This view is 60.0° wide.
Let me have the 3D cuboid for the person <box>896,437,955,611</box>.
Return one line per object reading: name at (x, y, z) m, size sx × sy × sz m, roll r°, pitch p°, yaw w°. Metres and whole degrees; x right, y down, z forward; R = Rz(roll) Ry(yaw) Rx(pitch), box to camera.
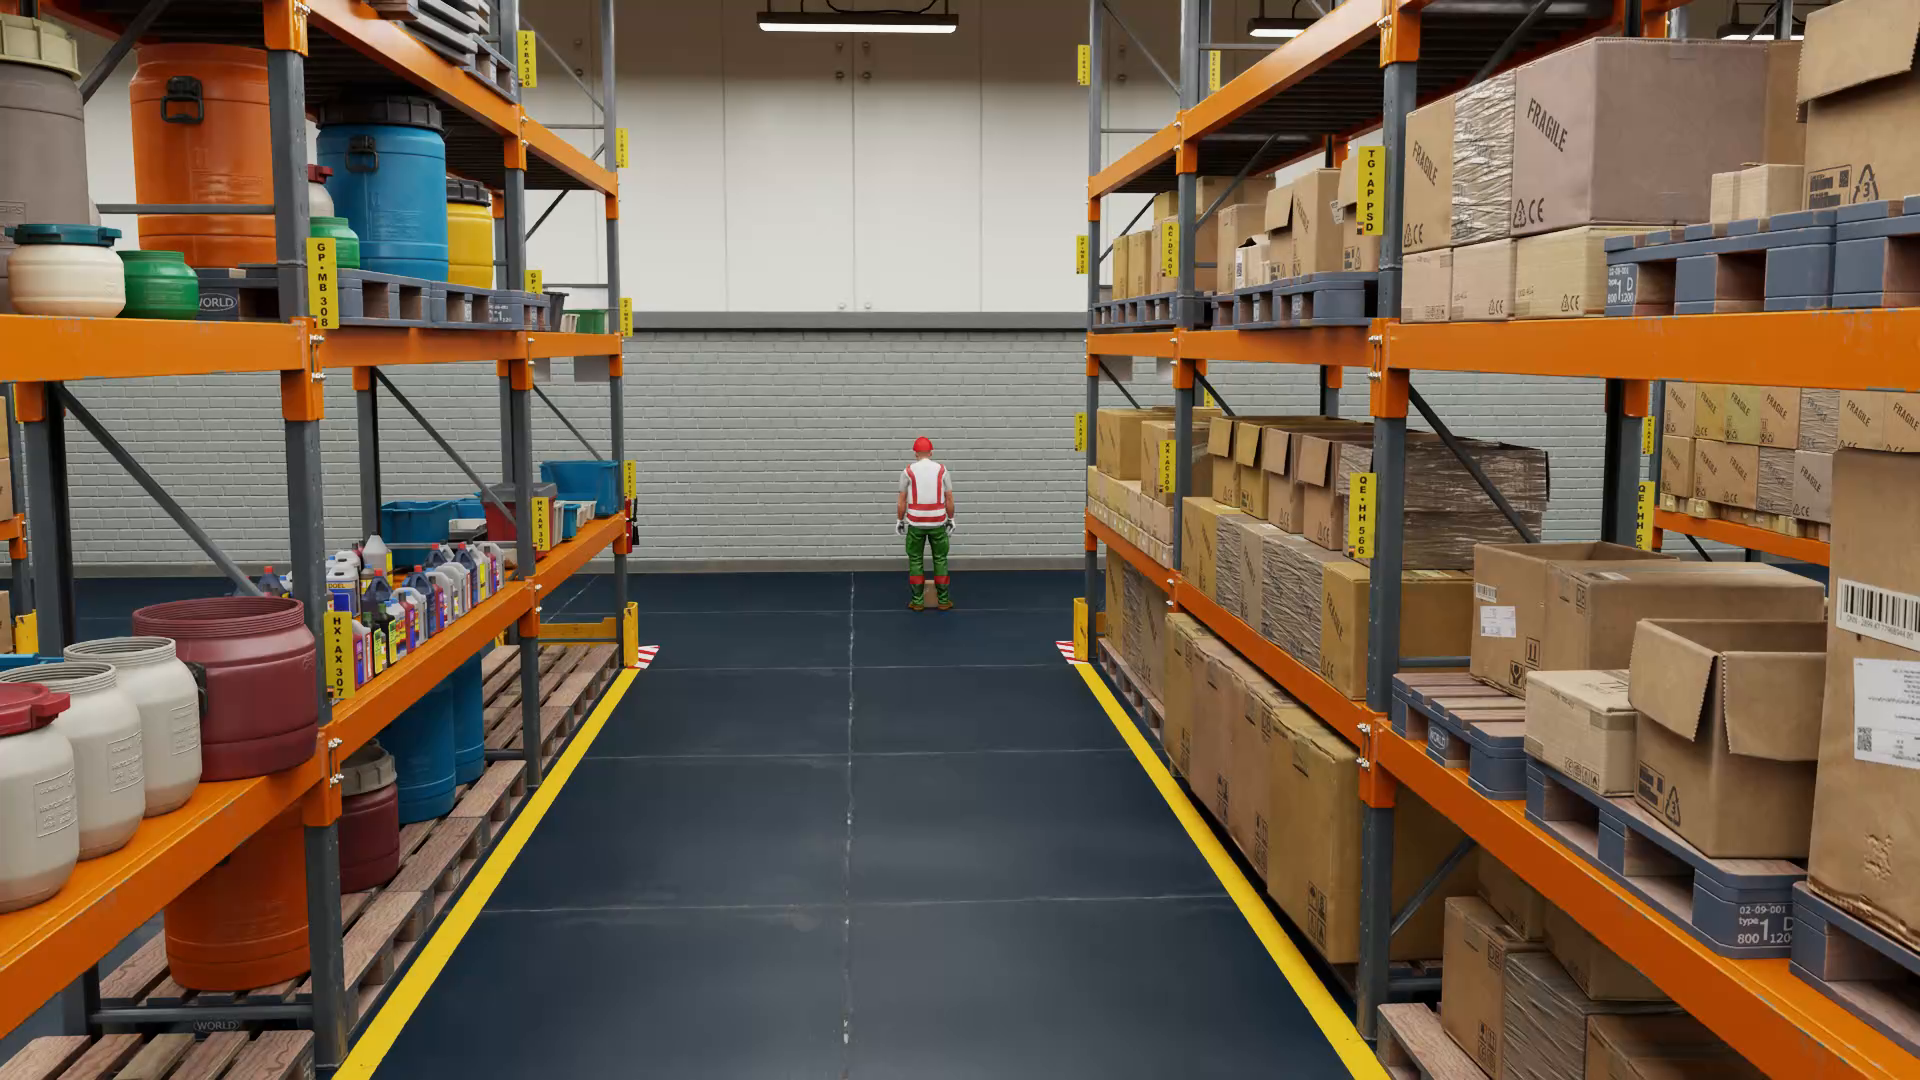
person at (-0.352, -0.170, 17.102) m, size 0.622 × 1.781 × 0.445 m, roll -1°, pitch 7°, yaw -6°
